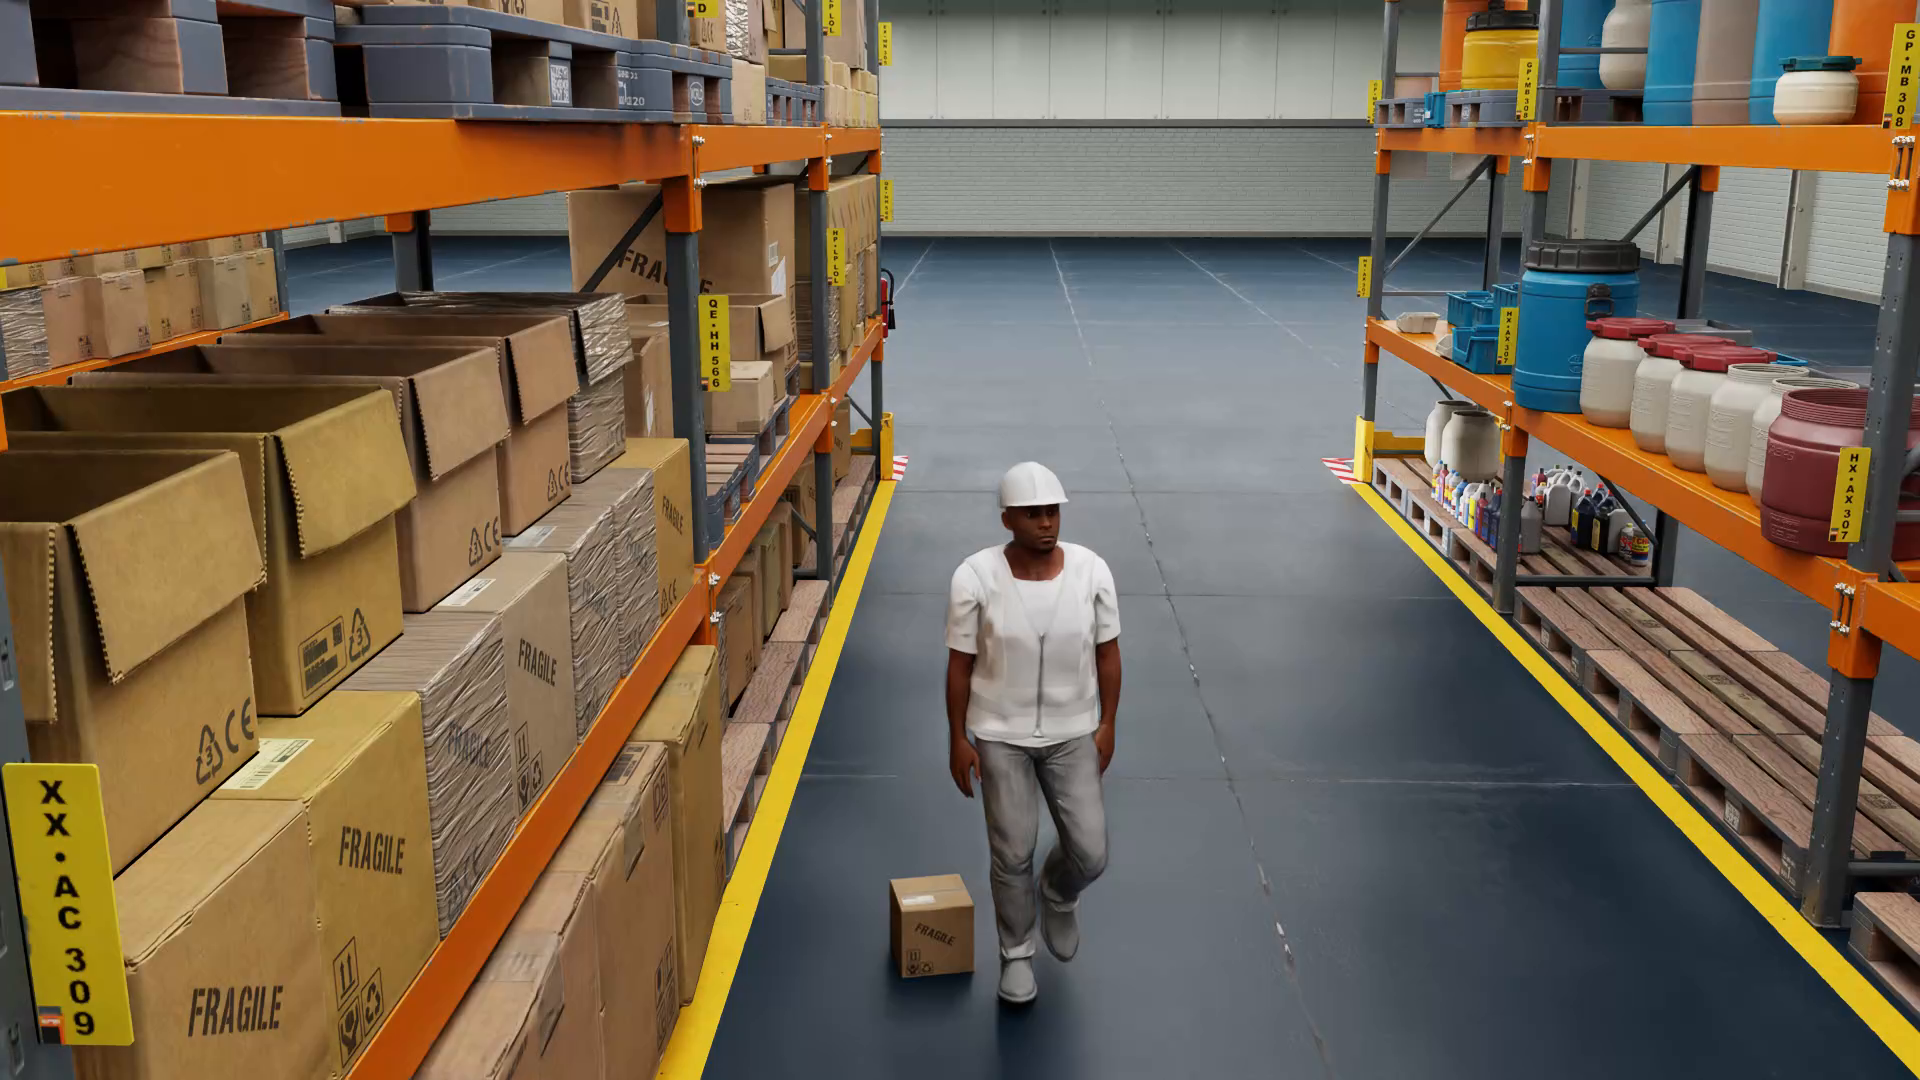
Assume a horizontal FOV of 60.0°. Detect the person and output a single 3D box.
[{"bbox_3d":[0.238,0.607,5.366,0.576,1.753,0.497,-1,14,-6],"label":"person"}]
